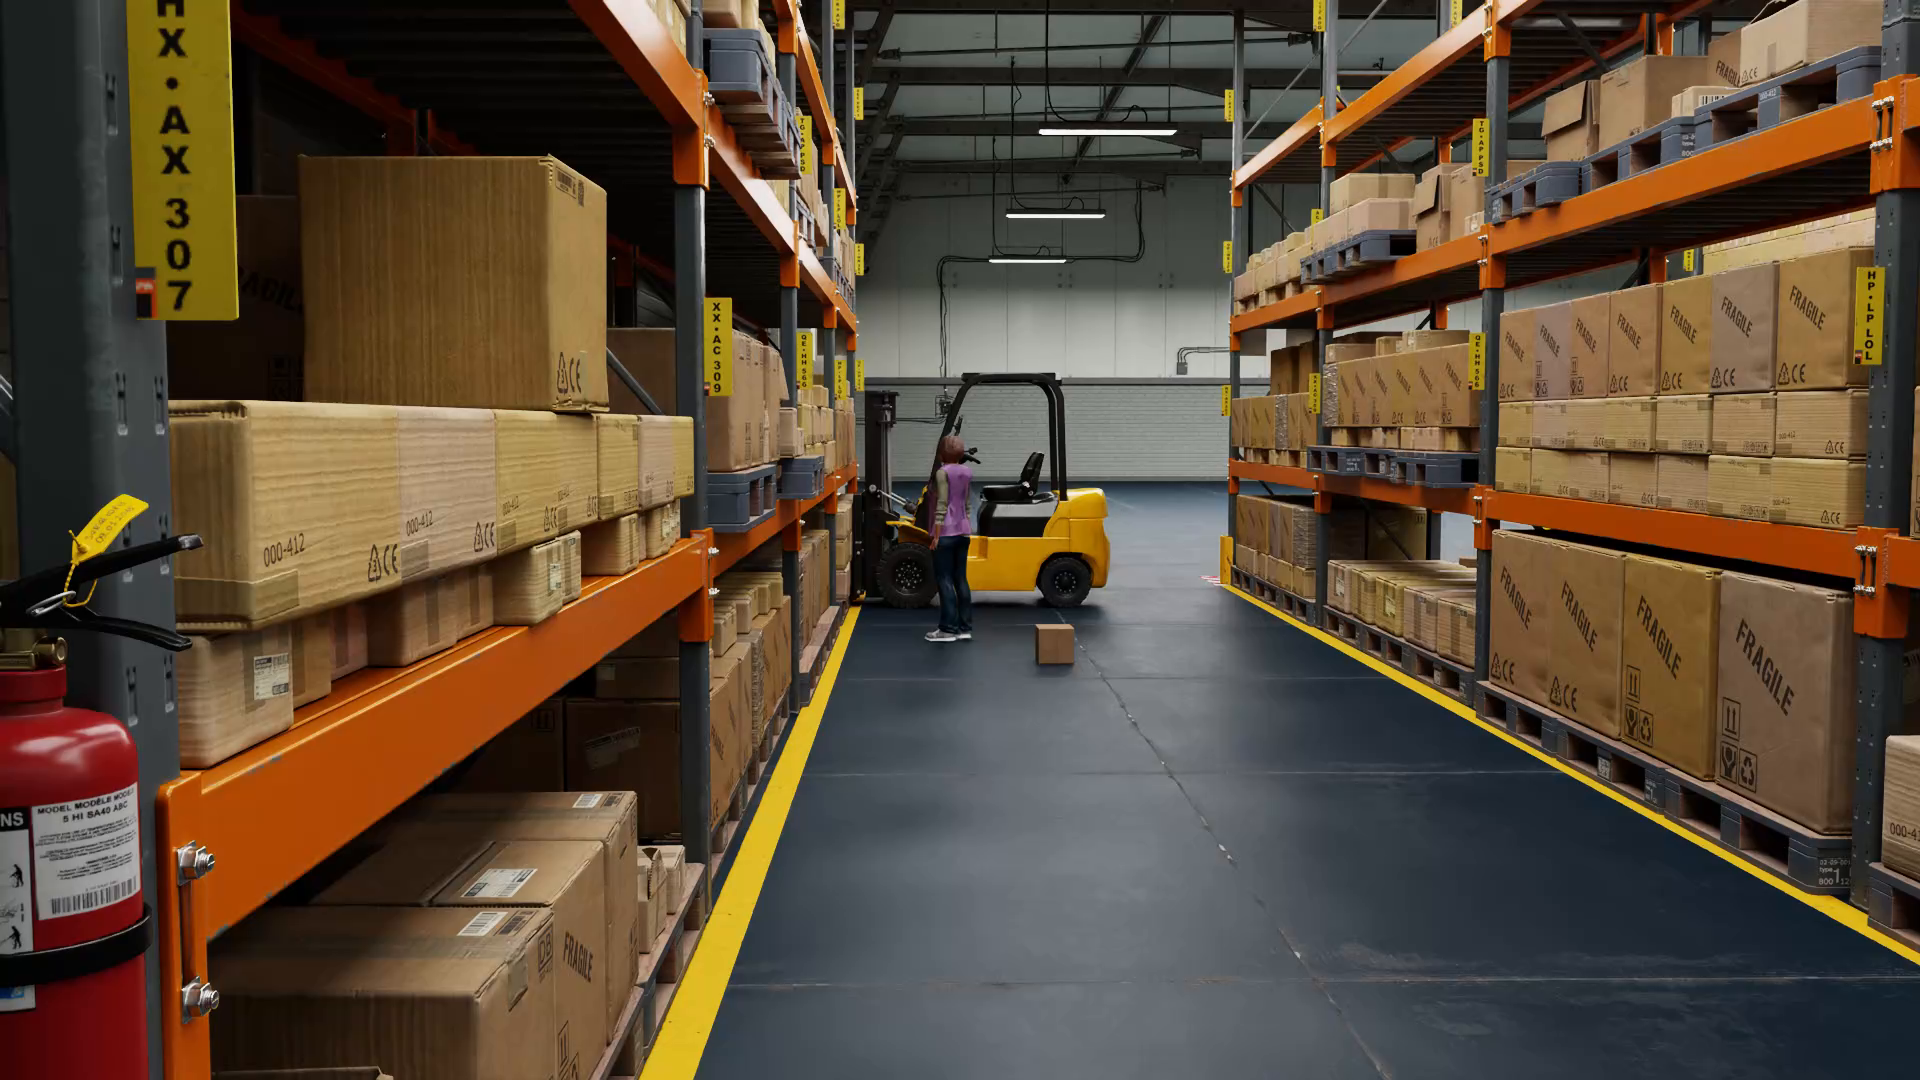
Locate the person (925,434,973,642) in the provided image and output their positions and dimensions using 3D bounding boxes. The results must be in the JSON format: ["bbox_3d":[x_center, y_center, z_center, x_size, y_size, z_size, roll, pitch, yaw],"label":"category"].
[{"bbox_3d":[-0.080,-0.015,12.892,0.308,1.604,0.408,3,5,40],"label":"person"}]
